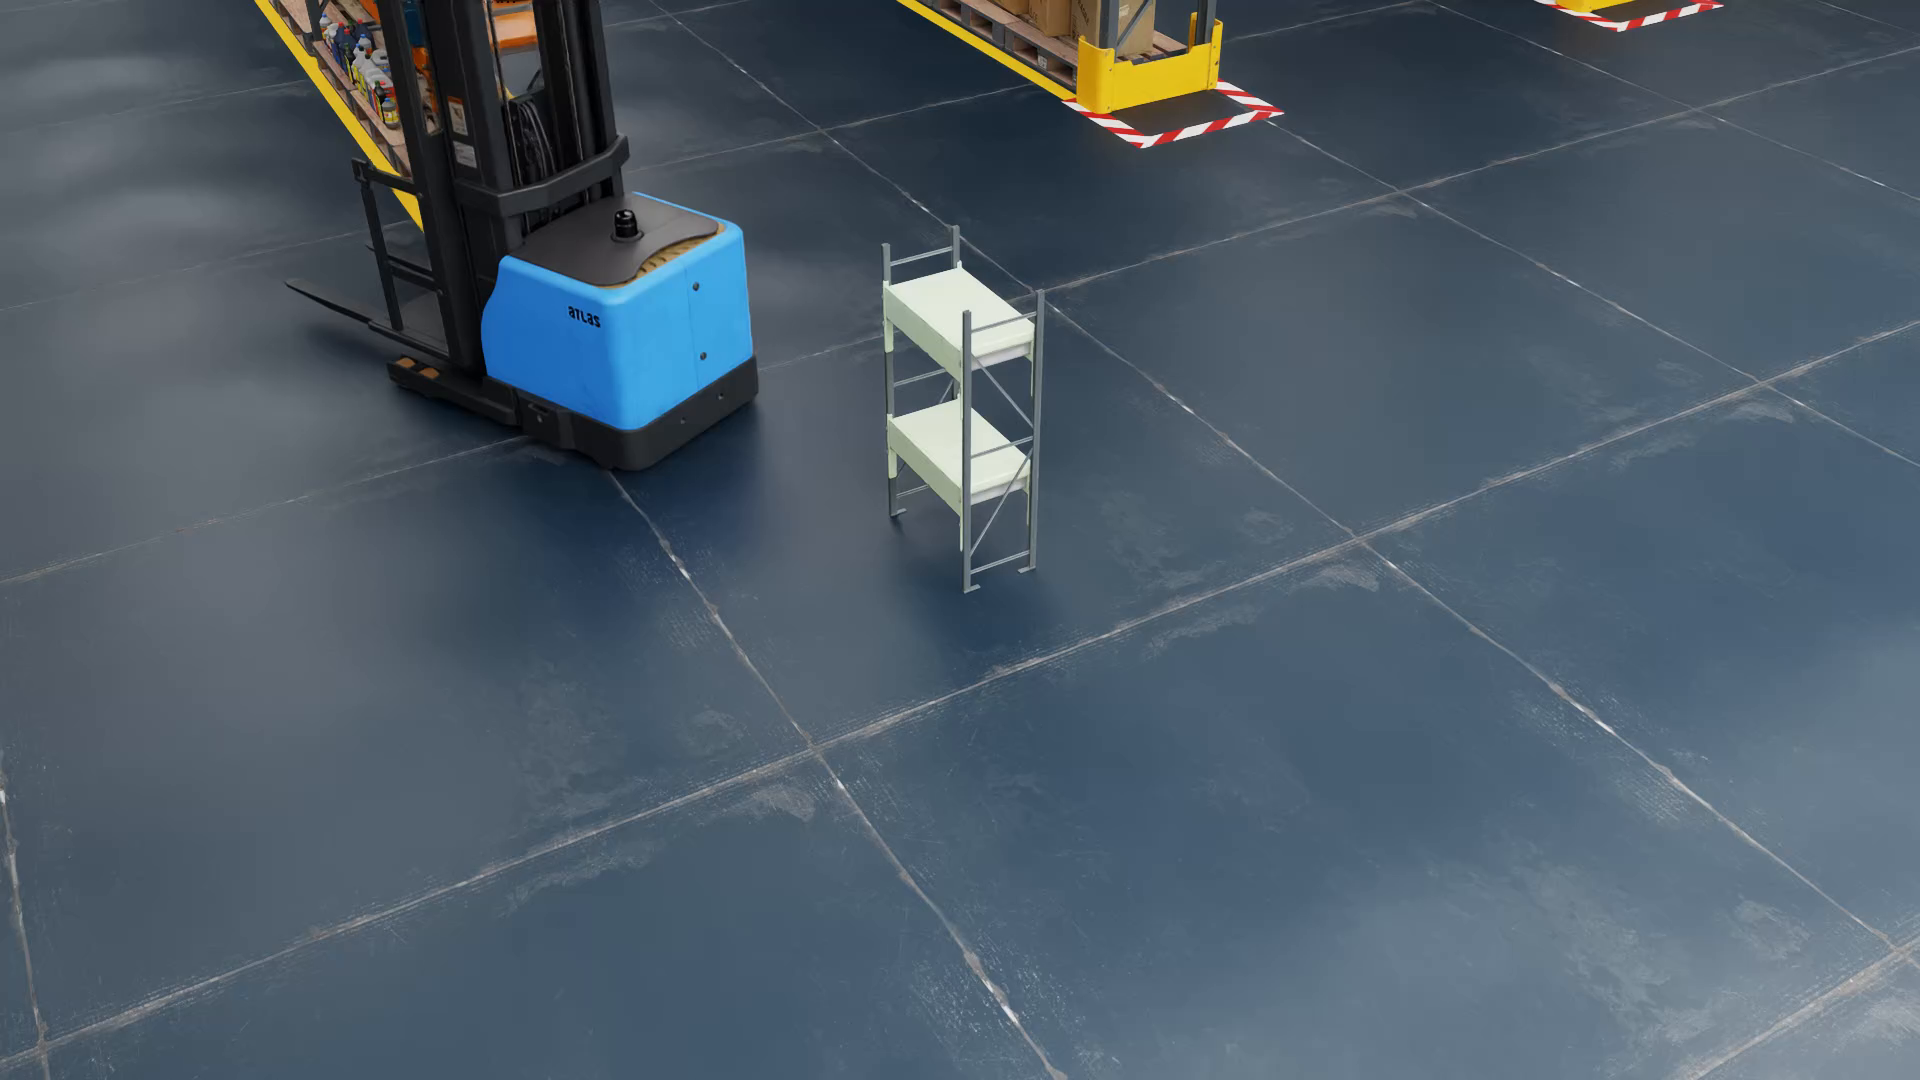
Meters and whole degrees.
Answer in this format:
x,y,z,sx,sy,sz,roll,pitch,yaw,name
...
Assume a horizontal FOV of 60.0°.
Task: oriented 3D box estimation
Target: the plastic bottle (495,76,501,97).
x,y,z,sx,sy,sz,roll,pitch,yaw,name
-3.417,-3.299,12.163,0.097,0.271,0.097,0,36,0,plastic bottle

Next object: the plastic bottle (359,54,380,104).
x,y,z,sx,sy,sz,roll,pitch,yaw,name
-4.337,-3.411,12.250,0.144,0.351,0.185,-17,40,-22,plastic bottle

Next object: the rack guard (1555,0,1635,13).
x,y,z,sx,sy,sz,roll,pitch,yaw,name
5.858,-5.070,14.768,1.175,0.500,0.348,-19,40,-24,rack guard

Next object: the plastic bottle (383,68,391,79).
x,y,z,sx,sy,sz,roll,pitch,yaw,name
-4.254,-3.409,12.374,0.097,0.201,0.097,0,36,0,plastic bottle

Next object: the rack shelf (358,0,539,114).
x,y,z,sx,sy,sz,roll,pitch,yaw,name
-3.781,-3.935,11.705,1.077,0.370,4.000,-19,40,-24,rack shelf

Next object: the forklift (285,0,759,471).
x,y,z,sx,sy,sz,roll,pitch,yaw,name
-2.625,-2.217,8.800,3.031,2.935,1.130,22,41,27,forklift

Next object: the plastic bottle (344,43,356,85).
x,y,z,sx,sy,sz,roll,pitch,yaw,name
-4.597,-3.599,12.564,0.061,0.283,0.133,-17,39,-22,plastic bottle

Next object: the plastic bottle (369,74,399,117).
x,y,z,sx,sy,sz,roll,pitch,yaw,name
-4.181,-3.227,12.061,0.152,0.276,0.135,-19,40,-24,plastic bottle

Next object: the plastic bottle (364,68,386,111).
x,y,z,sx,sy,sz,roll,pitch,yaw,name
-4.250,-3.298,12.158,0.152,0.276,0.135,-20,41,-25,plastic bottle

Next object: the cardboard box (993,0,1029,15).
x,y,z,sx,sy,sz,roll,pitch,yaw,name
0.579,-4.777,14.010,0.500,0.500,0.500,-15,39,-20,cardboard box

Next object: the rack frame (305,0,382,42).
x,y,z,sx,sy,sz,roll,pitch,yaw,name
-4.785,-5.246,12.889,1.000,3.000,0.127,-19,40,-24,rack frame

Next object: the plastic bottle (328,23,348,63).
x,y,z,sx,sy,sz,roll,pitch,yaw,name
-4.818,-3.874,12.948,0.152,0.276,0.135,-17,40,-22,plastic bottle

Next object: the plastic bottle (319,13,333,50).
x,y,z,sx,sy,sz,roll,pitch,yaw,name
-5.004,-4.029,13.164,0.097,0.271,0.097,0,36,0,plastic bottle

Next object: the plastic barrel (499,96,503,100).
x,y,z,sx,sy,sz,roll,pitch,yaw,name
-3.173,-2.684,11.135,0.421,0.512,0.421,0,36,0,plastic barrel

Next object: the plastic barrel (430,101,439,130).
x,y,z,sx,sy,sz,roll,pitch,yaw,name
-3.424,-2.939,11.485,0.421,0.512,0.421,0,36,0,plastic barrel

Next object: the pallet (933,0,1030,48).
x,y,z,sx,sy,sz,roll,pitch,yaw,name
0.482,-4.632,14.414,1.003,0.211,1.213,-19,40,-24,pallet

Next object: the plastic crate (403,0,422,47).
x,y,z,sx,sy,sz,roll,pitch,yaw,name
-3.286,-3.312,10.368,0.499,0.251,0.616,-19,40,-24,plastic crate

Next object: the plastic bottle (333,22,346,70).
x,y,z,sx,sy,sz,roll,pitch,yaw,name
-4.739,-3.819,12.809,0.144,0.351,0.185,-18,40,-23,plastic bottle

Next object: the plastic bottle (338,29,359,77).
x,y,z,sx,sy,sz,roll,pitch,yaw,name
-4.644,-3.723,12.677,0.144,0.351,0.185,-21,41,-26,plastic bottle

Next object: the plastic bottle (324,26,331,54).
x,y,z,sx,sy,sz,roll,pitch,yaw,name
-4.953,-3.949,13.113,0.097,0.201,0.097,0,36,0,plastic bottle

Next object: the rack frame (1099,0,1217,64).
x,y,z,sx,sy,sz,roll,pitch,yaw,name
1.507,-4.674,12.106,1.000,3.000,0.127,-19,40,-24,rack frame

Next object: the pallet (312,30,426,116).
x,y,z,sx,sy,sz,roll,pitch,yaw,name
-4.484,-3.765,13.226,1.003,0.211,1.213,-19,40,-24,pallet

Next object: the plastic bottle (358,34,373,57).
x,y,z,sx,sy,sz,roll,pitch,yaw,name
-4.561,-3.749,12.780,0.097,0.271,0.097,0,36,0,plastic bottle

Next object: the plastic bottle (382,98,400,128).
x,y,z,sx,sy,sz,roll,pitch,yaw,name
-4.078,-3.060,11.896,0.097,0.201,0.097,0,36,0,plastic bottle

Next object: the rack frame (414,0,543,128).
x,y,z,sx,sy,sz,roll,pitch,yaw,name
-2.776,-3.206,10.096,1.000,3.000,0.127,-19,40,-24,rack frame

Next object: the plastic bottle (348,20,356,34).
x,y,z,sx,sy,sz,roll,pitch,yaw,name
-4.727,-3.909,12.989,0.061,0.283,0.133,-19,40,-24,plastic bottle

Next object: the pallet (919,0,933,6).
x,y,z,sx,sy,sz,roll,pitch,yaw,name
-0.135,-5.255,15.266,1.003,0.211,1.213,-19,40,-24,pallet

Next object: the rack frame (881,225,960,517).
x,y,z,sx,sy,sz,roll,pitch,yaw,name
-0.181,-0.789,8.059,0.400,1.500,0.023,-19,40,-24,rack frame

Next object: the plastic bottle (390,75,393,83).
x,y,z,sx,sy,sz,roll,pitch,yaw,name
-4.089,-3.262,12.103,0.061,0.283,0.133,-19,40,-24,plastic bottle

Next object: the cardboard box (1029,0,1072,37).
x,y,z,sx,sy,sz,roll,pitch,yaw,name
0.877,-4.452,13.565,0.500,0.500,0.500,-9,37,-12,cardboard box

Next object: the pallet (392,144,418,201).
x,y,z,sx,sy,sz,roll,pitch,yaw,name
-3.258,-2.520,11.522,1.003,0.211,1.213,-19,40,-24,pallet

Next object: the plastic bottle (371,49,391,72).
x,y,z,sx,sy,sz,roll,pitch,yaw,name
-4.315,-3.533,12.480,0.152,0.276,0.135,-19,40,-24,plastic bottle

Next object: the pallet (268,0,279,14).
x,y,z,sx,sy,sz,roll,pitch,yaw,name
-5.831,-5.131,15.097,1.003,0.211,1.213,-19,40,-24,pallet

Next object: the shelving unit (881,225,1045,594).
x,y,z,sx,sy,sz,roll,pitch,yaw,name
0.003,-0.602,7.803,0.431,1.500,0.755,-19,40,-24,shelving unit

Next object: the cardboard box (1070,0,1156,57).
x,y,z,sx,sy,sz,roll,pitch,yaw,name
1.207,-4.157,13.162,0.500,0.500,0.500,-12,38,-16,cardboard box

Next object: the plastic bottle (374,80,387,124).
x,y,z,sx,sy,sz,roll,pitch,yaw,name
-4.152,-3.147,11.946,0.061,0.283,0.133,-18,40,-23,plastic bottle

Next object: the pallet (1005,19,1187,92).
x,y,z,sx,sy,sz,roll,pitch,yaw,name
1.091,-4.011,13.563,1.003,0.211,1.213,-19,40,-24,pallet

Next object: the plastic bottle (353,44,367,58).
x,y,z,sx,sy,sz,roll,pitch,yaw,name
-4.538,-3.627,12.613,0.097,0.271,0.097,0,36,0,plastic bottle

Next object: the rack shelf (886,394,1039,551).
x,y,z,sx,sy,sz,roll,pitch,yaw,name
0.003,-0.339,7.995,0.431,0.370,0.720,-19,40,-24,rack shelf

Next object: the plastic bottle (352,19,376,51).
x,y,z,sx,sy,sz,roll,pitch,yaw,name
-4.614,-3.862,12.867,0.144,0.351,0.185,-19,40,-24,plastic bottle

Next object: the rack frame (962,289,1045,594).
x,y,z,sx,sy,sz,roll,pitch,yaw,name
0.187,-0.416,7.547,0.400,1.500,0.023,-19,40,-24,rack frame

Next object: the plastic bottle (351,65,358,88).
x,y,z,sx,sy,sz,roll,pitch,yaw,name
-4.522,-3.511,12.514,0.097,0.201,0.097,0,36,0,plastic bottle

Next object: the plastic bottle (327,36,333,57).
x,y,z,sx,sy,sz,roll,pitch,yaw,name
-4.902,-3.897,13.042,0.097,0.201,0.097,0,36,0,plastic bottle

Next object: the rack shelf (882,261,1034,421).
x,y,z,sx,sy,sz,roll,pitch,yaw,name
0.003,-0.917,7.573,0.431,0.370,0.720,-19,40,-24,rack shelf

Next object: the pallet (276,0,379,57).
x,y,z,sx,sy,sz,roll,pitch,yaw,name
-5.214,-4.509,14.244,1.003,0.211,1.213,-19,40,-24,pallet

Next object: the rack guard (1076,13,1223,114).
x,y,z,sx,sy,sz,roll,pitch,yaw,name
1.468,-3.703,12.896,1.175,0.500,0.348,-19,40,-24,rack guard

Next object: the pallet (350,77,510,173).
x,y,z,sx,sy,sz,roll,pitch,yaw,name
-3.867,-3.142,12.373,1.003,0.211,1.213,-19,40,-24,pallet

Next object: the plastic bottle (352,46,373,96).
x,y,z,sx,sy,sz,roll,pitch,yaw,name
-4.430,-3.506,12.380,0.144,0.351,0.185,-19,40,-24,plastic bottle

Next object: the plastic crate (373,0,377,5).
x,y,z,sx,sy,sz,roll,pitch,yaw,name
-3.607,-3.645,10.824,0.499,0.251,0.408,-19,40,-24,plastic crate
